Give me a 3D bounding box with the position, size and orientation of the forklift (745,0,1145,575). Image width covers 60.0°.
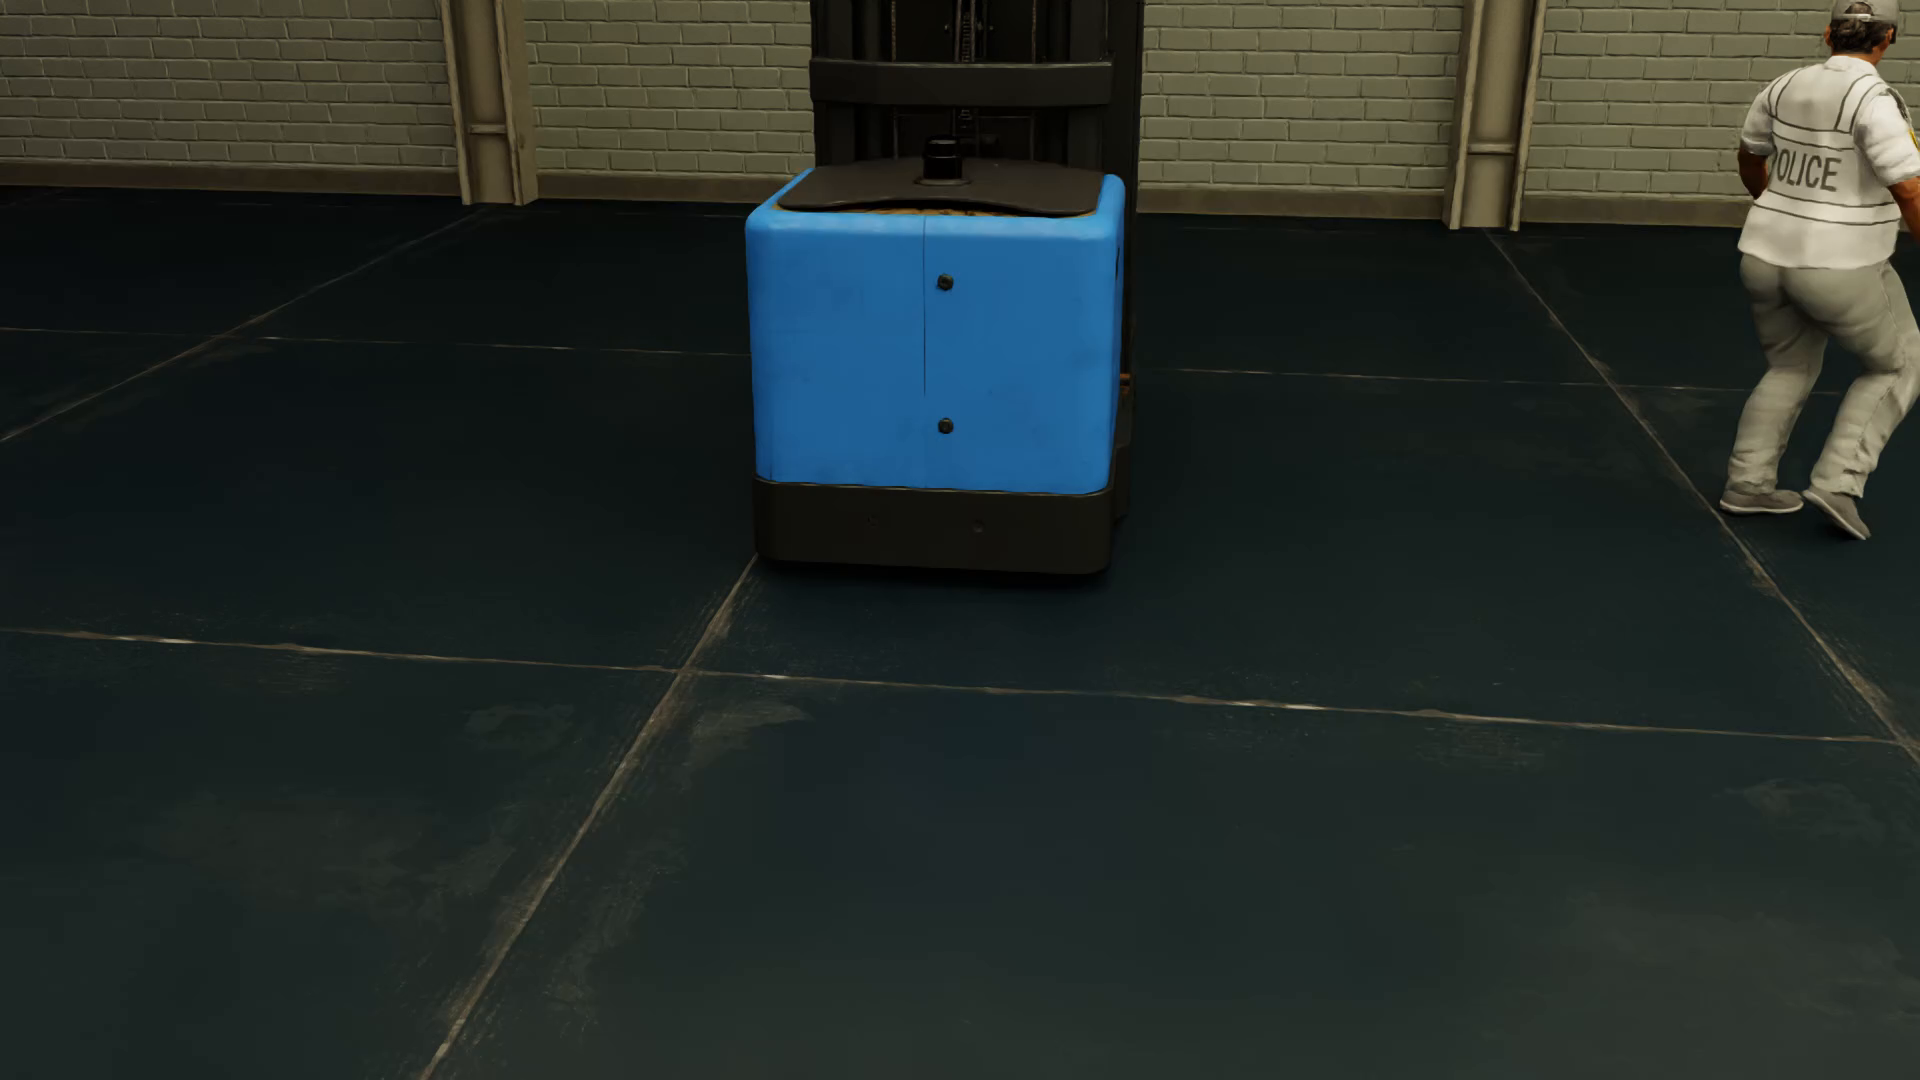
[{"bbox_3d":[0.086,-1.774,5.658,1.130,2.935,3.031,3,22,6],"label":"forklift"}]

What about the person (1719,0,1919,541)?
[{"bbox_3d":[2.641,-0.827,5.097,0.490,1.674,0.796,-6,23,-15],"label":"person"}]
